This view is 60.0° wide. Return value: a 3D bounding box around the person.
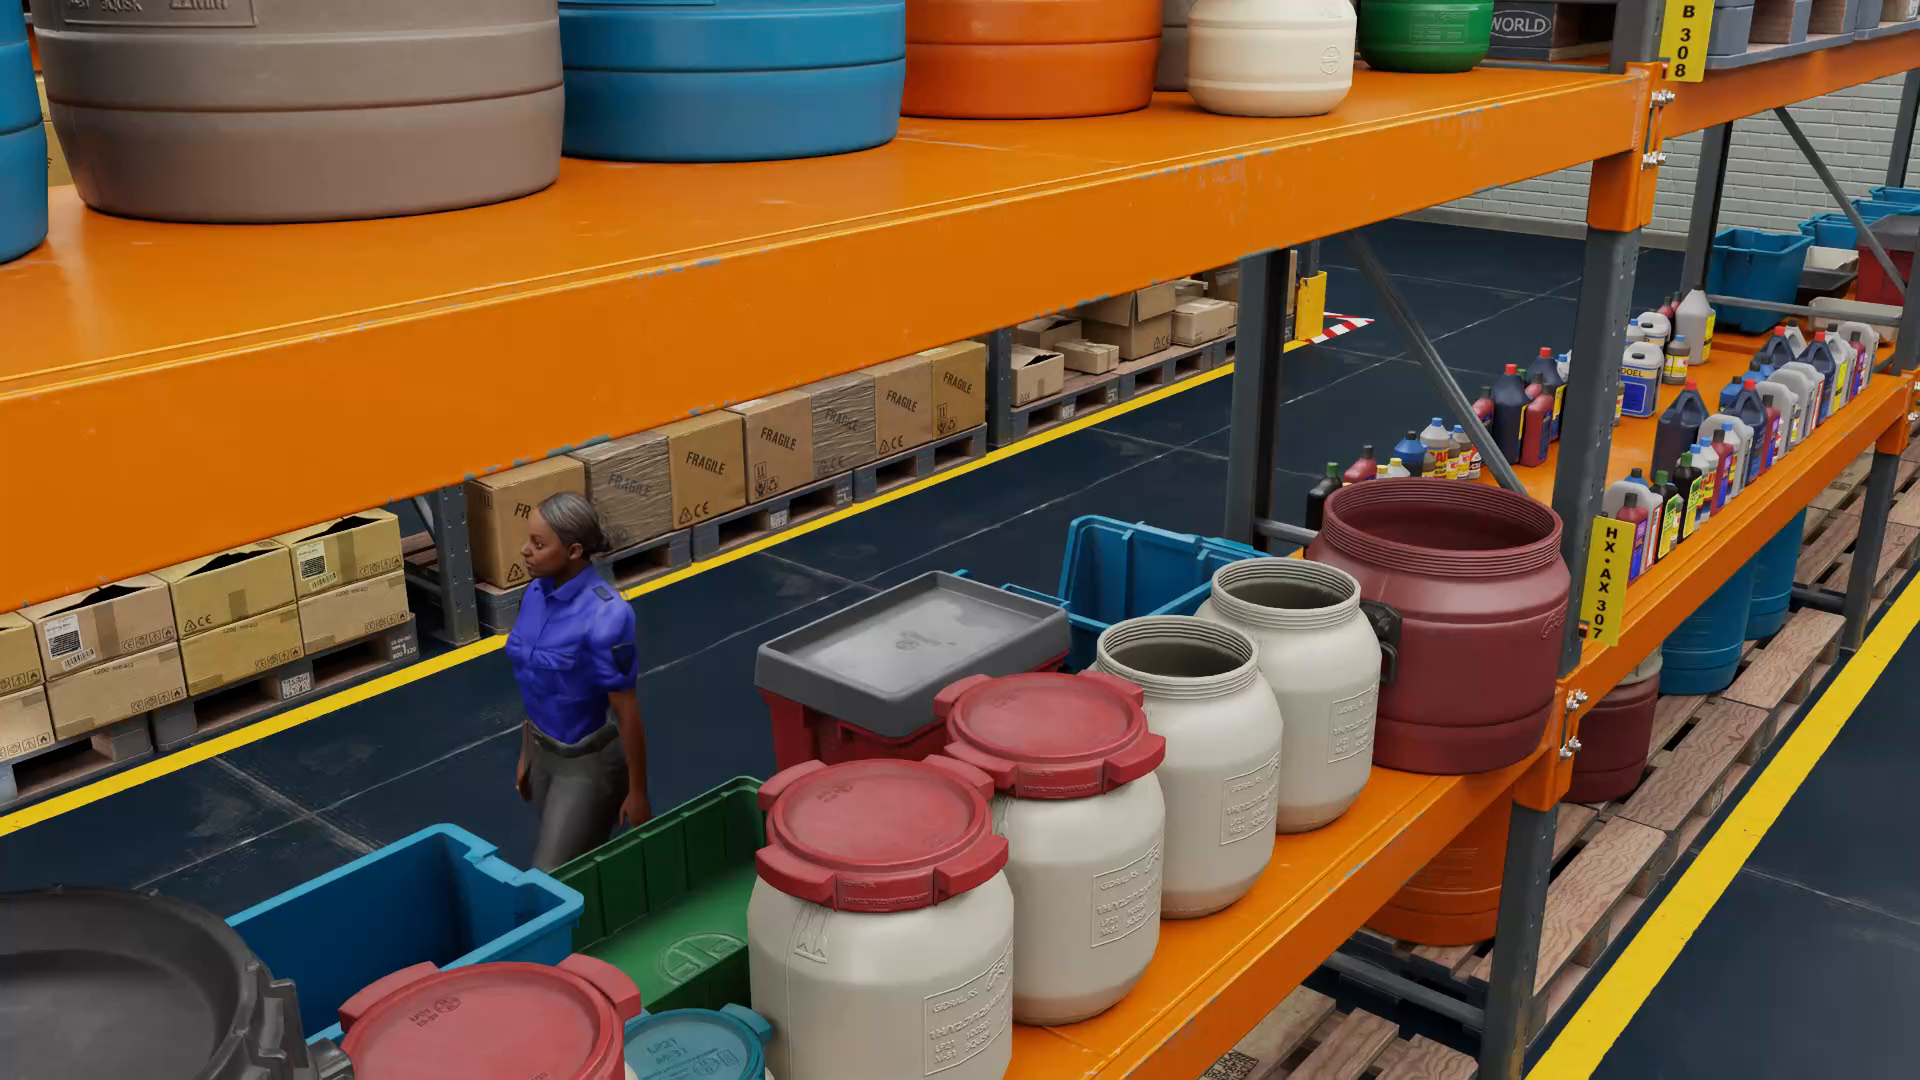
[{"bbox_3d":[-1.109,0.678,4.725,0.469,1.685,0.486,-17,26,-38],"label":"person"}]
